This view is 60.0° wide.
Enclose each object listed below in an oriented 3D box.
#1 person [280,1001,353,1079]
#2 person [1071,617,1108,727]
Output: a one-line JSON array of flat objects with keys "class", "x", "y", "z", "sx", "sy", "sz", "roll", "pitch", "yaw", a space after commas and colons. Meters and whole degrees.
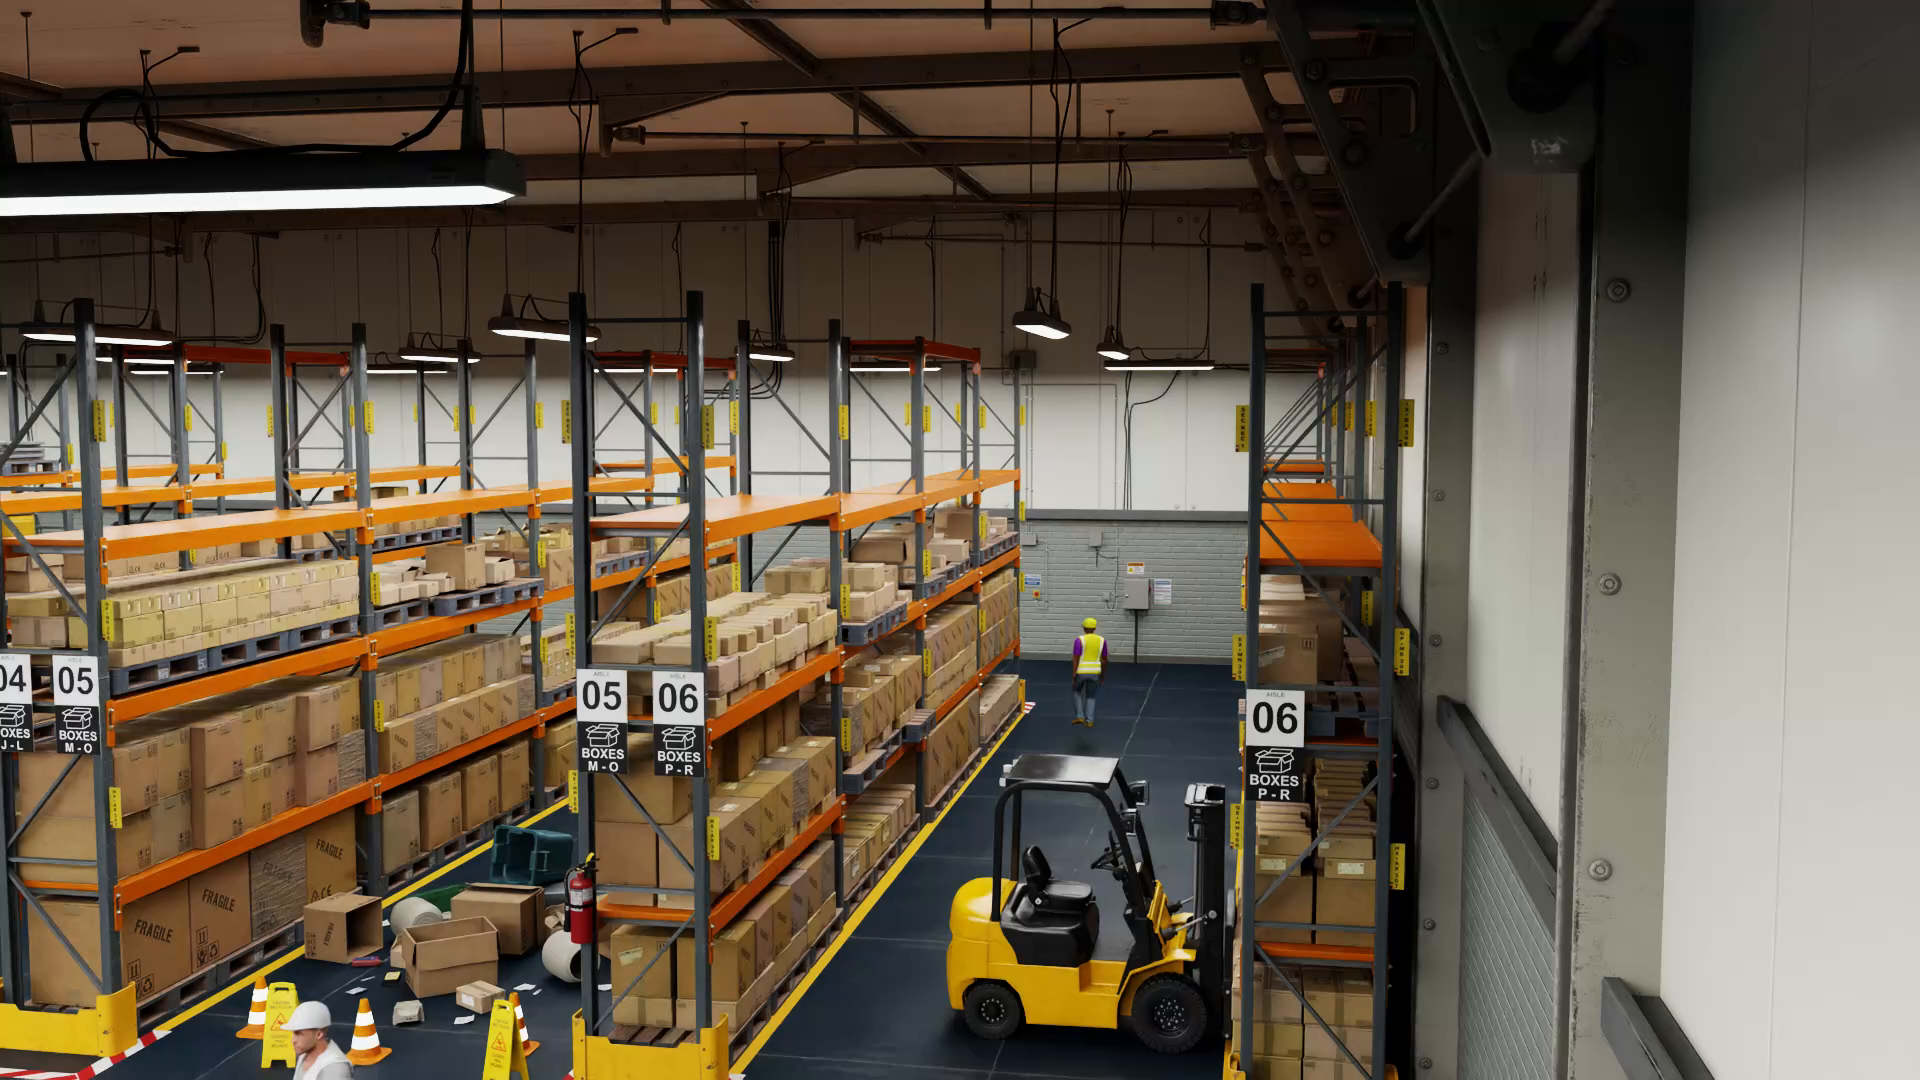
[{"class": "person", "x": -3.710, "y": 3.500, "z": 9.506, "sx": 0.990, "sy": 1.733, "sz": 0.561, "roll": -3, "pitch": 5, "yaw": -33}, {"class": "person", "x": 1.983, "y": 2.034, "z": 25.514, "sx": 0.571, "sy": 1.709, "sz": 0.643, "roll": 0, "pitch": 5, "yaw": -1}]
